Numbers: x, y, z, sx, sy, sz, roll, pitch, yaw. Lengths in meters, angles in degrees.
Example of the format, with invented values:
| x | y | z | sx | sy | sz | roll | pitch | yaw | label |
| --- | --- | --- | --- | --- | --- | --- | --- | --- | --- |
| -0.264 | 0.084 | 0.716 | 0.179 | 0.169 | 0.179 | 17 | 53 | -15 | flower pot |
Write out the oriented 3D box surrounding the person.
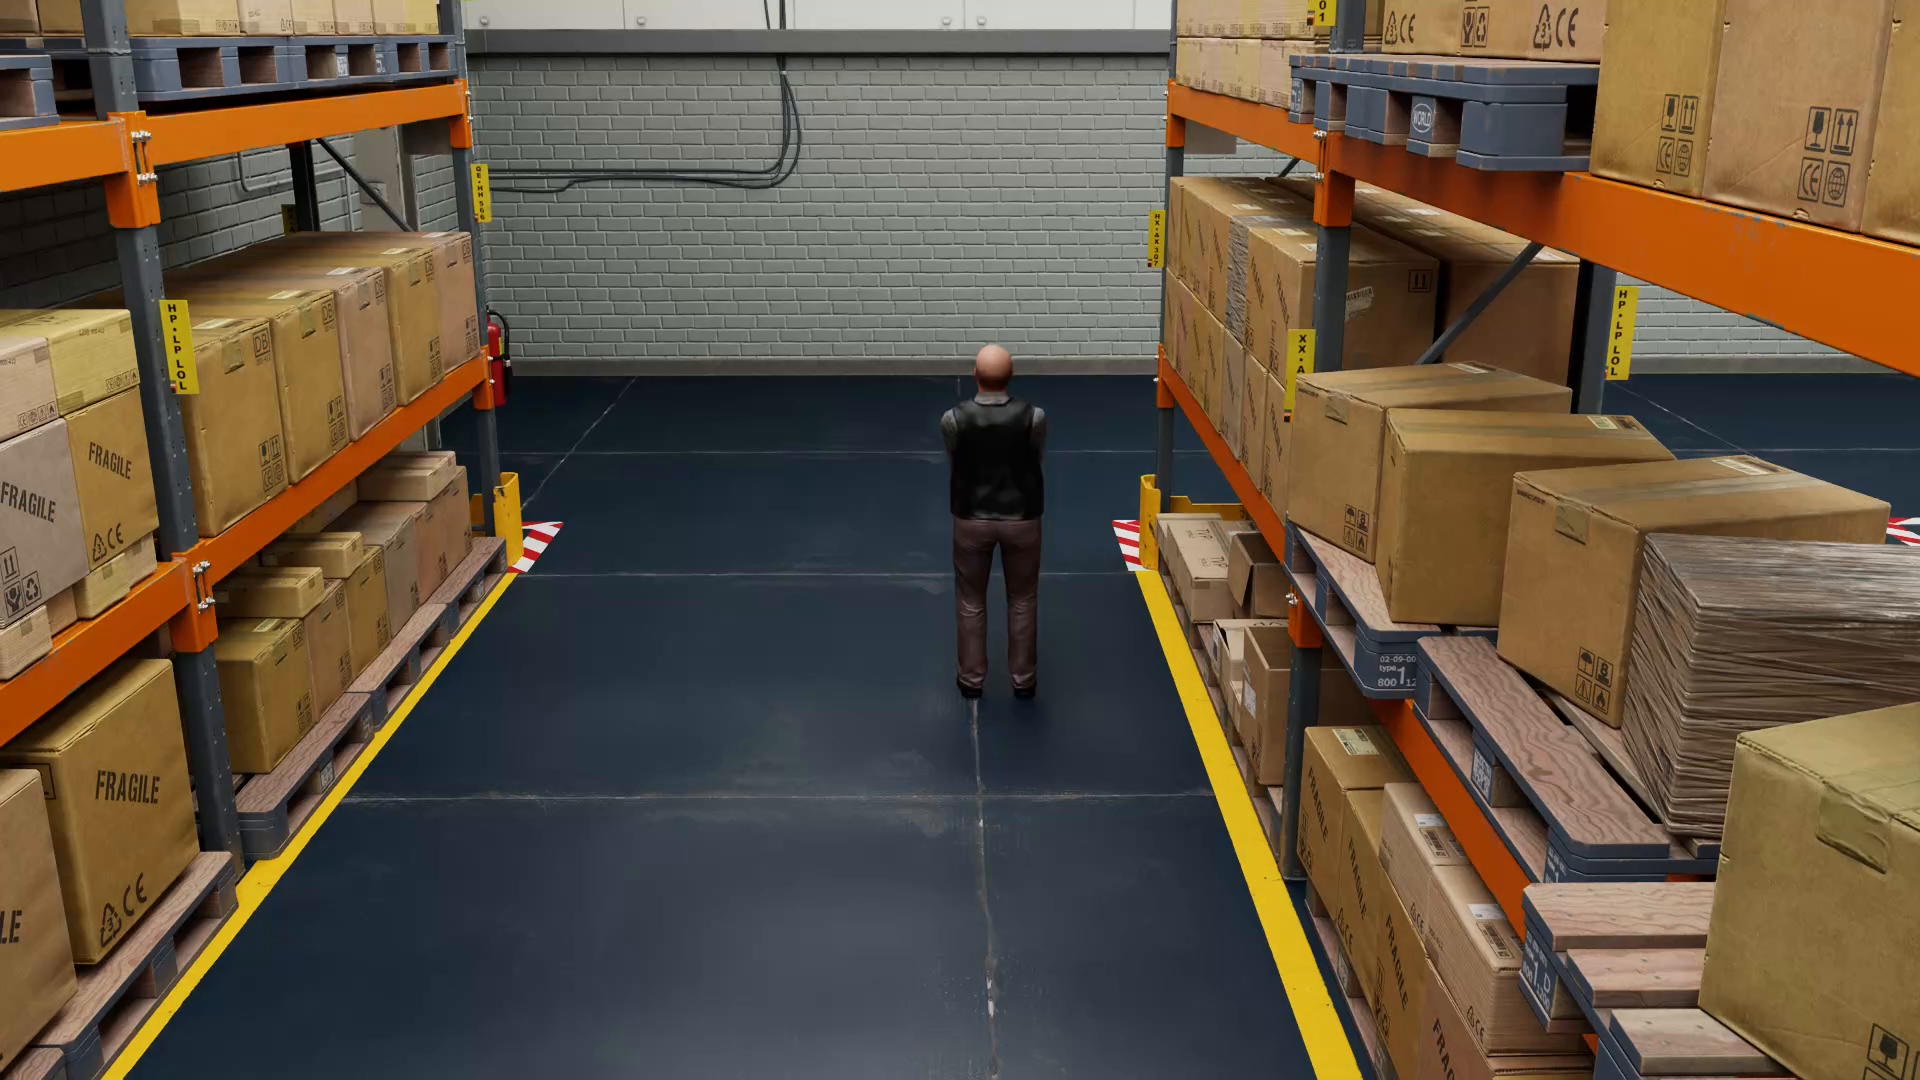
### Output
| x | y | z | sx | sy | sz | roll | pitch | yaw | label |
| --- | --- | --- | --- | --- | --- | --- | --- | --- | --- |
| 0.158 | -0.109 | 7.959 | 0.494 | 1.713 | 0.547 | 0 | 17 | 0 | person |
